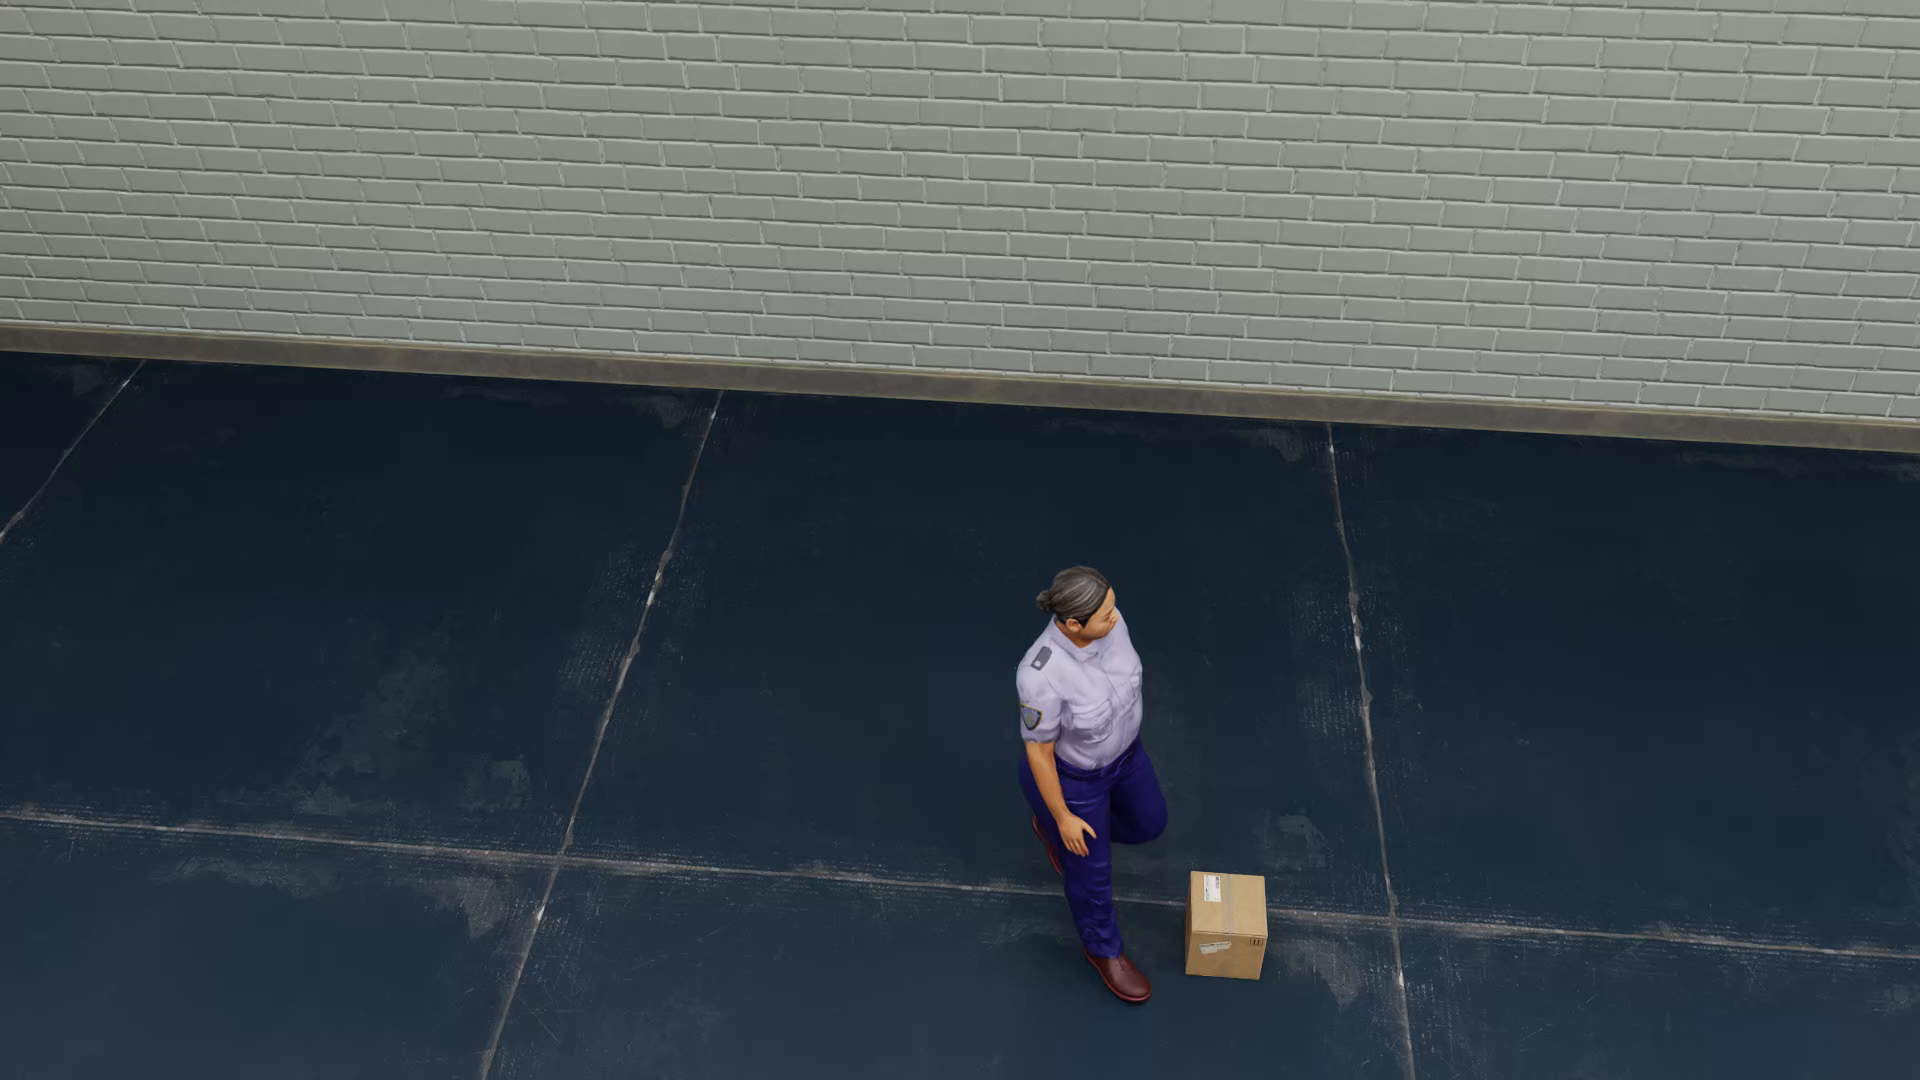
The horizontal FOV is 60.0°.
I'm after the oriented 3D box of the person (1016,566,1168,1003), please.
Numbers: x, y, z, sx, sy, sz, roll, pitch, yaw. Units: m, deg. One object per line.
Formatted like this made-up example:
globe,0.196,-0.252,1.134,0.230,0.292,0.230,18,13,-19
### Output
person,0.448,0.751,5.290,0.649,1.614,0.521,28,48,29
